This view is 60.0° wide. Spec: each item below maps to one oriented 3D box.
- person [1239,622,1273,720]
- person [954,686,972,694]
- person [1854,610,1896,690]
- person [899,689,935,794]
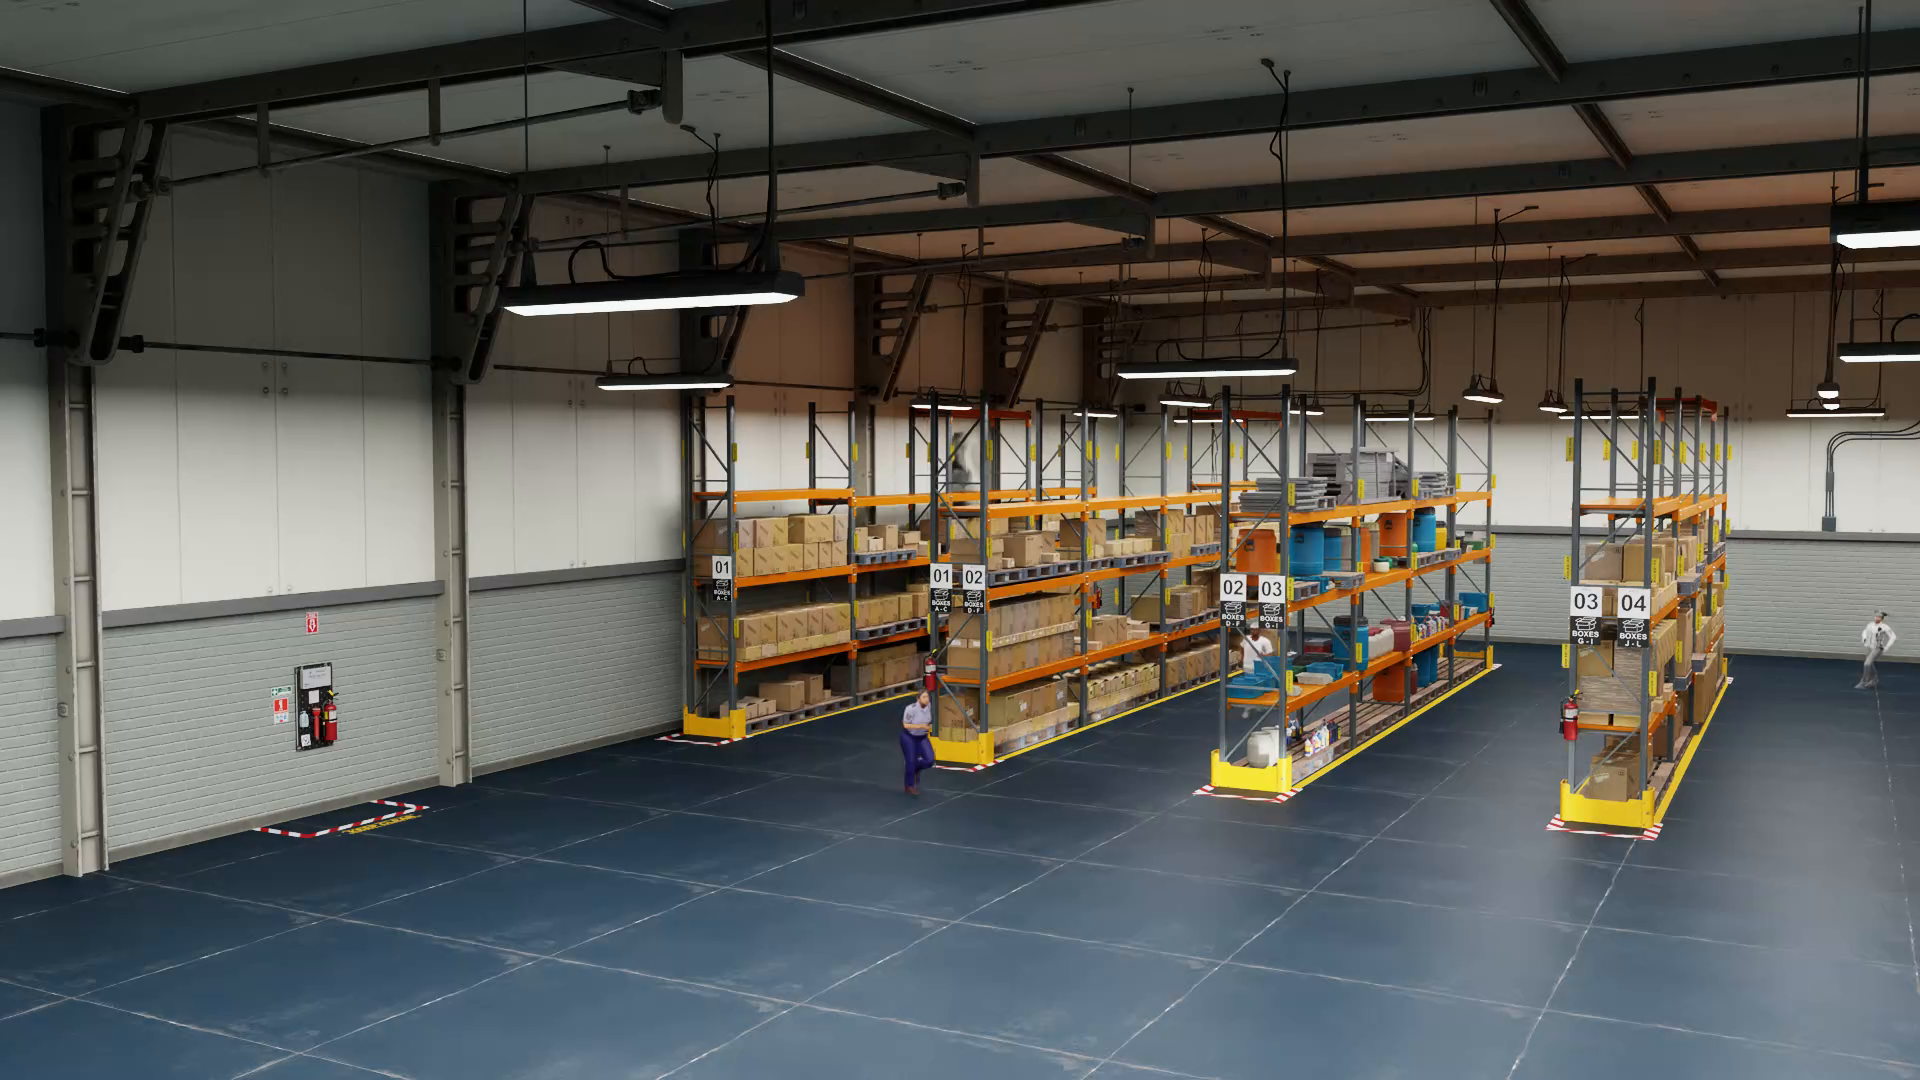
[{"bbox_3d":[5.589,2.448,31.498,0.690,1.797,0.944,1,3,24],"label":"person"},{"bbox_3d":[0.109,2.388,32.648,0.656,1.798,0.936,1,3,20],"label":"person"},{"bbox_3d":[19.342,2.320,35.159,0.766,1.692,0.664,-1,3,-24],"label":"person"},{"bbox_3d":[-0.594,2.945,24.277,0.592,1.573,0.699,-2,4,-34],"label":"person"}]
